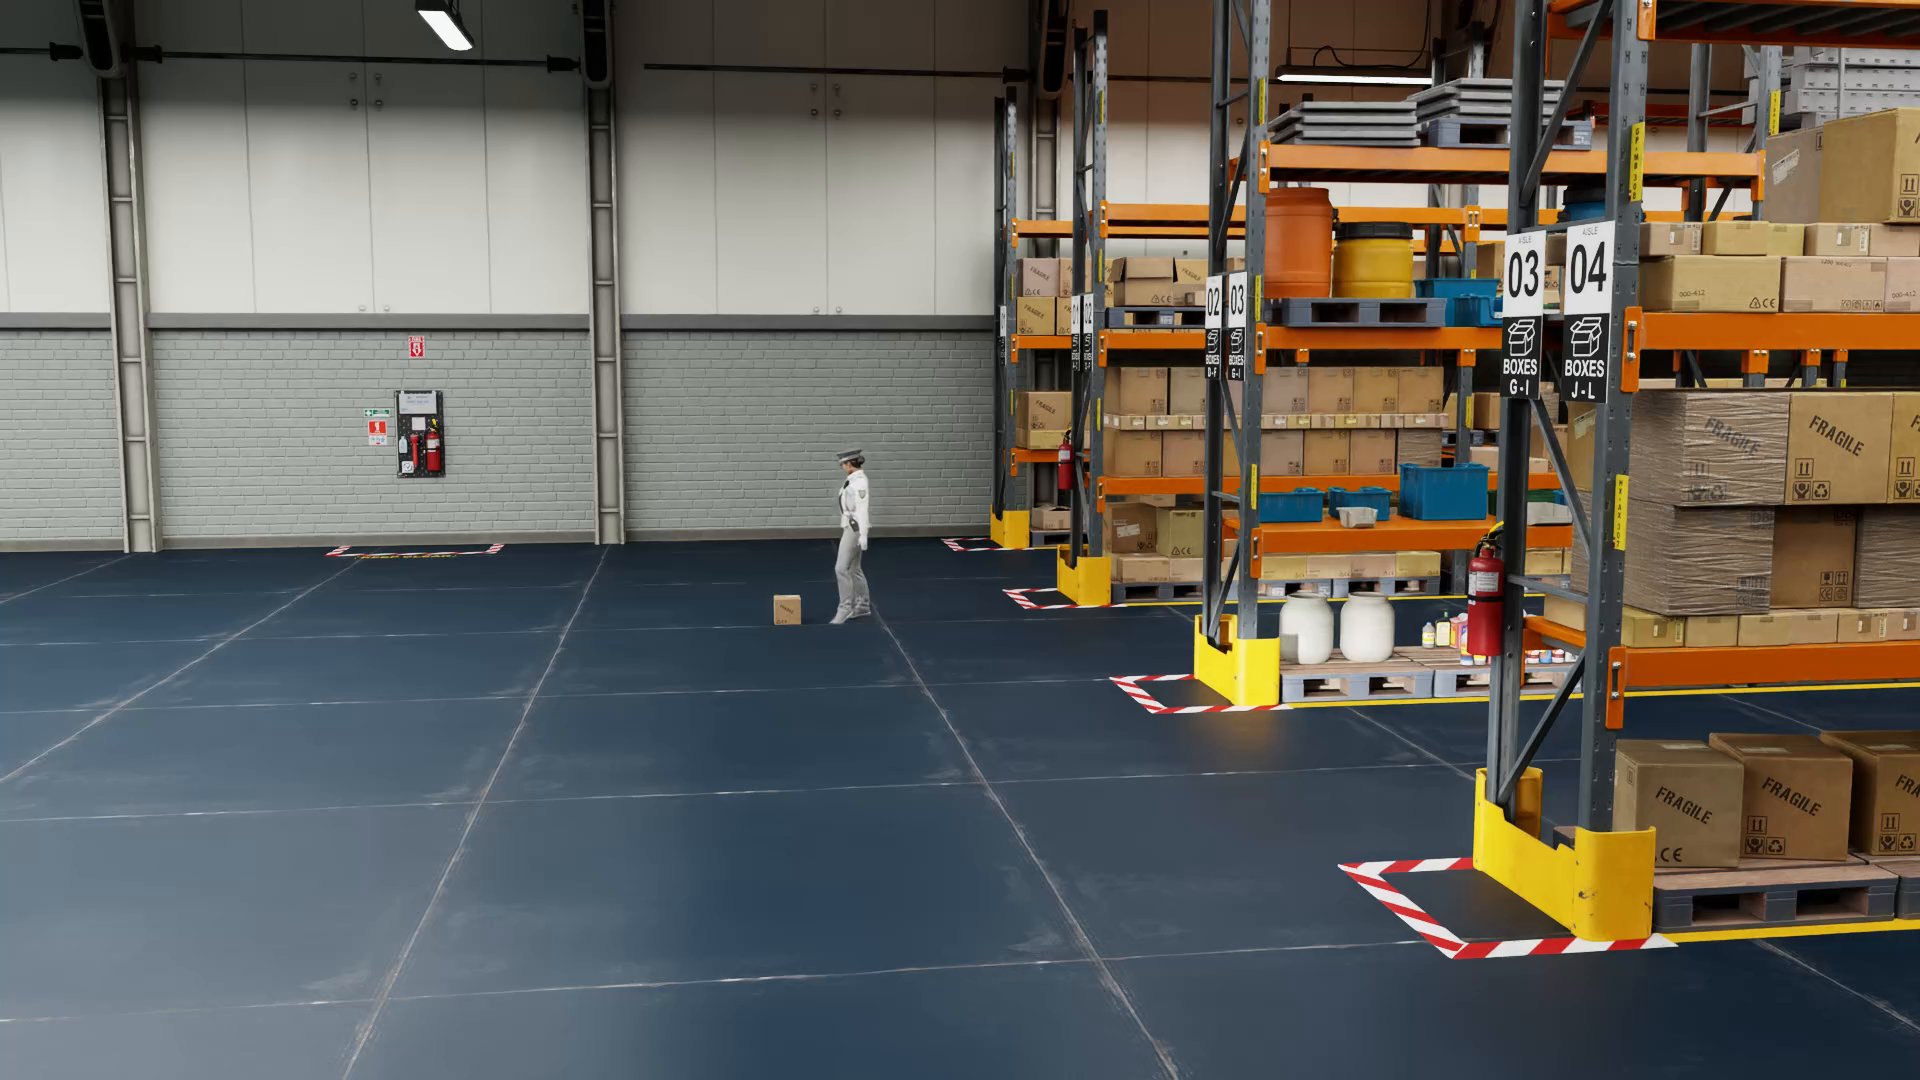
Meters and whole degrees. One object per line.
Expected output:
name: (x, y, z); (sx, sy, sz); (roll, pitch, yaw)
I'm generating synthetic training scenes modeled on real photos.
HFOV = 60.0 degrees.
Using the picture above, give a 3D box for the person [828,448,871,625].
person: (-1.086, -0.032, 16.171); (0.436, 1.724, 0.521); (-1, 7, -9)
